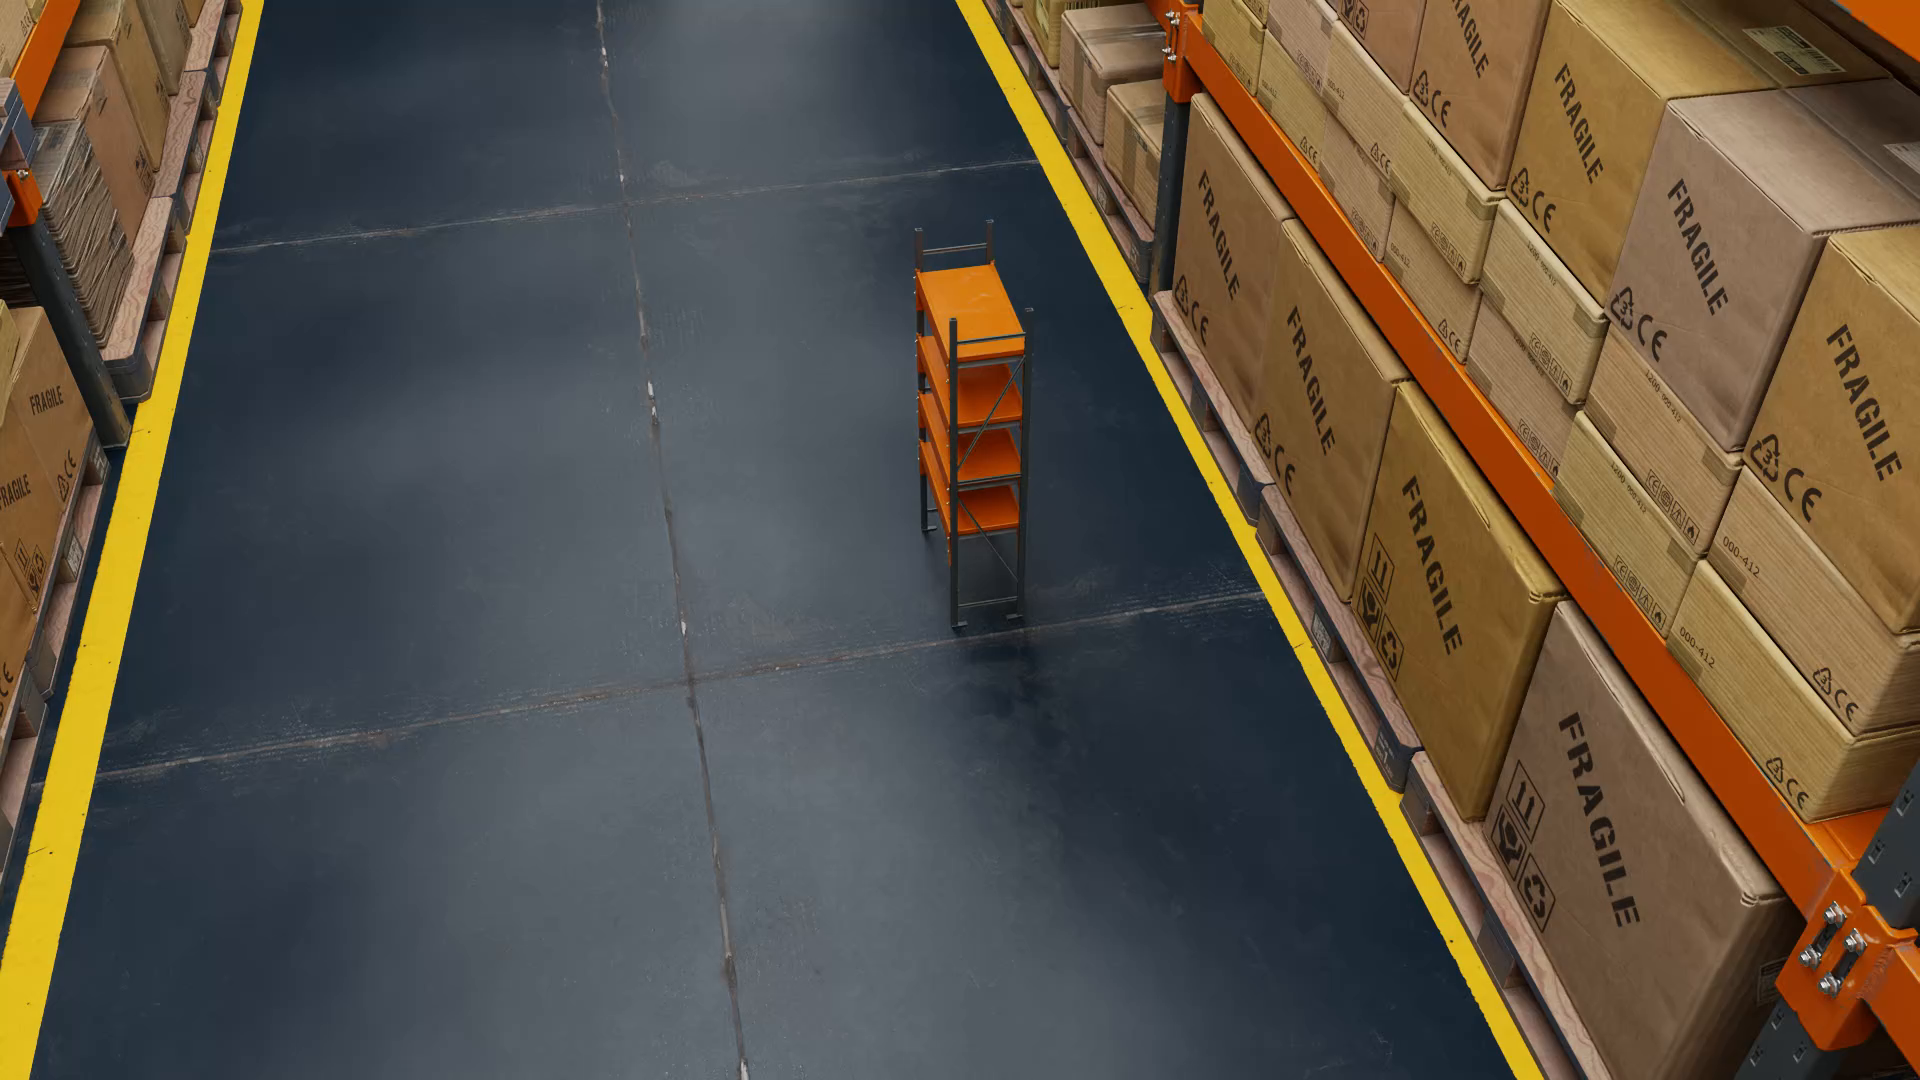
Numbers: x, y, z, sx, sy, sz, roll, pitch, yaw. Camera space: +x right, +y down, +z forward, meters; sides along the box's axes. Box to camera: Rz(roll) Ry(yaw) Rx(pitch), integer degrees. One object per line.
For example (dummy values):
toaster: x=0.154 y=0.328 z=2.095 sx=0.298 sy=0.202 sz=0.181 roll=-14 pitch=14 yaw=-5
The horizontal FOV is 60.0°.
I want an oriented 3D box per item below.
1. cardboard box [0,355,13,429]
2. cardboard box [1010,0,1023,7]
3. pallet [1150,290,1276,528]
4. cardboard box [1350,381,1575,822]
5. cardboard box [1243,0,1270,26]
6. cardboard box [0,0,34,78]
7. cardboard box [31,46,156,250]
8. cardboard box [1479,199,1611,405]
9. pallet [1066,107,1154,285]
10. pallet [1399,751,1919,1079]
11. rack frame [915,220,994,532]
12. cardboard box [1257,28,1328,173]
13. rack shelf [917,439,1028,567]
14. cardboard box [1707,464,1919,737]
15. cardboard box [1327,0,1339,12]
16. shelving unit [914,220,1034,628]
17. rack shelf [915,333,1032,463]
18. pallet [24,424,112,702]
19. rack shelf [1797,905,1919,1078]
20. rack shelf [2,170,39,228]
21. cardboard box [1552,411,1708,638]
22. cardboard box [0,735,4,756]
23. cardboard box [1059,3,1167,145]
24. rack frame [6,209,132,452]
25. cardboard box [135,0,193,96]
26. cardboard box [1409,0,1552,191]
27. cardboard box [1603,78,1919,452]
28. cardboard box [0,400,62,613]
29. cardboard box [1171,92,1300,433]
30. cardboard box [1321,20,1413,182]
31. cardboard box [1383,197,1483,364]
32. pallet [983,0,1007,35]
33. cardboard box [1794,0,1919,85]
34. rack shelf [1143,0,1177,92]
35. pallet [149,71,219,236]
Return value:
cardboard box: x=-3.127 y=-0.436 z=5.059 sx=0.380 sy=0.149 sz=0.250 roll=-10 pitch=43 yaw=-12
cardboard box: x=0.686 y=-3.103 z=8.649 sx=0.950 sy=0.372 sz=0.625 roll=-6 pitch=42 yaw=-7
pallet: x=1.372 y=-0.576 z=6.240 sx=1.003 sy=0.211 sz=1.213 roll=-8 pitch=42 yaw=-9
cardboard box: x=1.724 y=0.115 z=4.646 sx=0.875 sy=0.875 sz=0.875 roll=-7 pitch=42 yaw=-8
cardboard box: x=1.144 y=-1.908 z=5.376 sx=0.500 sy=0.250 sz=0.500 roll=-9 pitch=42 yaw=-10
cardboard box: x=-3.428 y=-1.694 z=5.512 sx=0.500 sy=0.250 sz=0.500 roll=-8 pitch=42 yaw=-9
cardboard box: x=-3.840 y=-1.525 z=6.681 sx=0.875 sy=0.625 sz=0.625 roll=-7 pitch=42 yaw=-8
cardboard box: x=1.573 y=-0.588 z=3.889 sx=0.500 sy=0.250 sz=0.500 roll=-7 pitch=42 yaw=-8
pallet: x=1.108 y=-1.605 z=7.399 sx=1.003 sy=0.211 sz=1.213 roll=-8 pitch=42 yaw=-9
pallet: x=1.899 y=1.005 z=4.458 sx=1.003 sy=0.211 sz=1.213 roll=-8 pitch=42 yaw=-9
rack frame: x=-0.017 y=-0.500 z=5.409 sx=0.240 sy=1.200 sz=0.015 roll=-8 pitch=42 yaw=-9
cardboard box: x=1.264 y=-1.401 z=5.182 sx=0.500 sy=0.250 sz=0.500 roll=-9 pitch=42 yaw=-11
rack shelf: x=0.036 y=-0.143 z=5.407 sx=0.258 sy=0.148 sz=0.480 roll=-8 pitch=42 yaw=-9
cardboard box: x=1.806 y=0.070 z=3.148 sx=0.500 sy=0.250 sz=0.500 roll=-8 pitch=42 yaw=-9
cardboard box: x=1.260 y=-1.877 z=4.777 sx=0.500 sy=0.500 sz=0.500 roll=-8 pitch=42 yaw=-9
shelving unit: x=0.036 y=-0.341 z=5.231 sx=0.258 sy=1.200 sz=0.503 roll=-8 pitch=42 yaw=-9
rack shelf: x=0.036 y=-0.458 z=5.127 sx=0.258 sy=0.148 sz=0.480 roll=-8 pitch=42 yaw=-9
pallet: x=-3.446 y=0.105 z=5.473 sx=1.003 sy=0.211 sz=1.213 roll=-8 pitch=42 yaw=-9
rack shelf: x=2.571 y=2.017 z=1.760 sx=1.077 sy=0.370 sz=4.000 roll=-8 pitch=42 yaw=-9
rack shelf: x=-3.139 y=0.138 z=3.877 sx=1.077 sy=0.370 sz=4.000 roll=-8 pitch=42 yaw=-9
cardboard box: x=1.687 y=-0.077 z=3.690 sx=0.500 sy=0.250 sz=0.500 roll=-9 pitch=42 yaw=-10
cardboard box: x=-2.926 y=0.593 z=4.390 sx=0.500 sy=0.500 sz=0.500 roll=-10 pitch=43 yaw=-11
cardboard box: x=0.996 y=-2.160 z=7.587 sx=0.950 sy=0.372 sz=0.625 roll=-9 pitch=42 yaw=-10
rack frame: x=-3.570 y=-1.427 z=5.098 sx=1.000 sy=3.000 sz=0.127 roll=-8 pitch=42 yaw=-9
cardboard box: x=-4.150 y=-2.448 z=7.721 sx=0.875 sy=0.625 sz=0.625 roll=-9 pitch=42 yaw=-10
cardboard box: x=1.462 y=-1.212 z=4.028 sx=0.500 sy=0.500 sz=0.500 roll=-8 pitch=42 yaw=-9
cardboard box: x=1.678 y=-0.547 z=3.279 sx=0.500 sy=0.500 sz=0.500 roll=-8 pitch=42 yaw=-8
cardboard box: x=-3.171 y=-0.080 z=5.148 sx=0.500 sy=0.500 sz=0.500 roll=-9 pitch=42 yaw=-10
cardboard box: x=1.343 y=-1.044 z=5.951 sx=0.875 sy=0.875 sz=0.875 roll=-9 pitch=42 yaw=-10
cardboard box: x=1.350 y=-1.248 z=4.633 sx=0.500 sy=0.250 sz=0.500 roll=-8 pitch=42 yaw=-9
cardboard box: x=1.481 y=-0.741 z=4.438 sx=0.500 sy=0.250 sz=0.500 roll=-8 pitch=42 yaw=-9
pallet: x=0.582 y=-3.187 z=9.181 sx=1.003 sy=0.211 sz=1.213 roll=-8 pitch=42 yaw=-9
cardboard box: x=2.082 y=-0.937 z=3.718 sx=0.500 sy=0.500 sz=0.500 roll=-9 pitch=42 yaw=-10
rack shelf: x=0.844 y=-3.168 z=7.602 sx=1.077 sy=0.370 sz=4.000 roll=-8 pitch=42 yaw=-9
pallet: x=-3.970 y=-1.713 z=7.521 sx=1.003 sy=0.211 sz=1.213 roll=-8 pitch=42 yaw=-9
